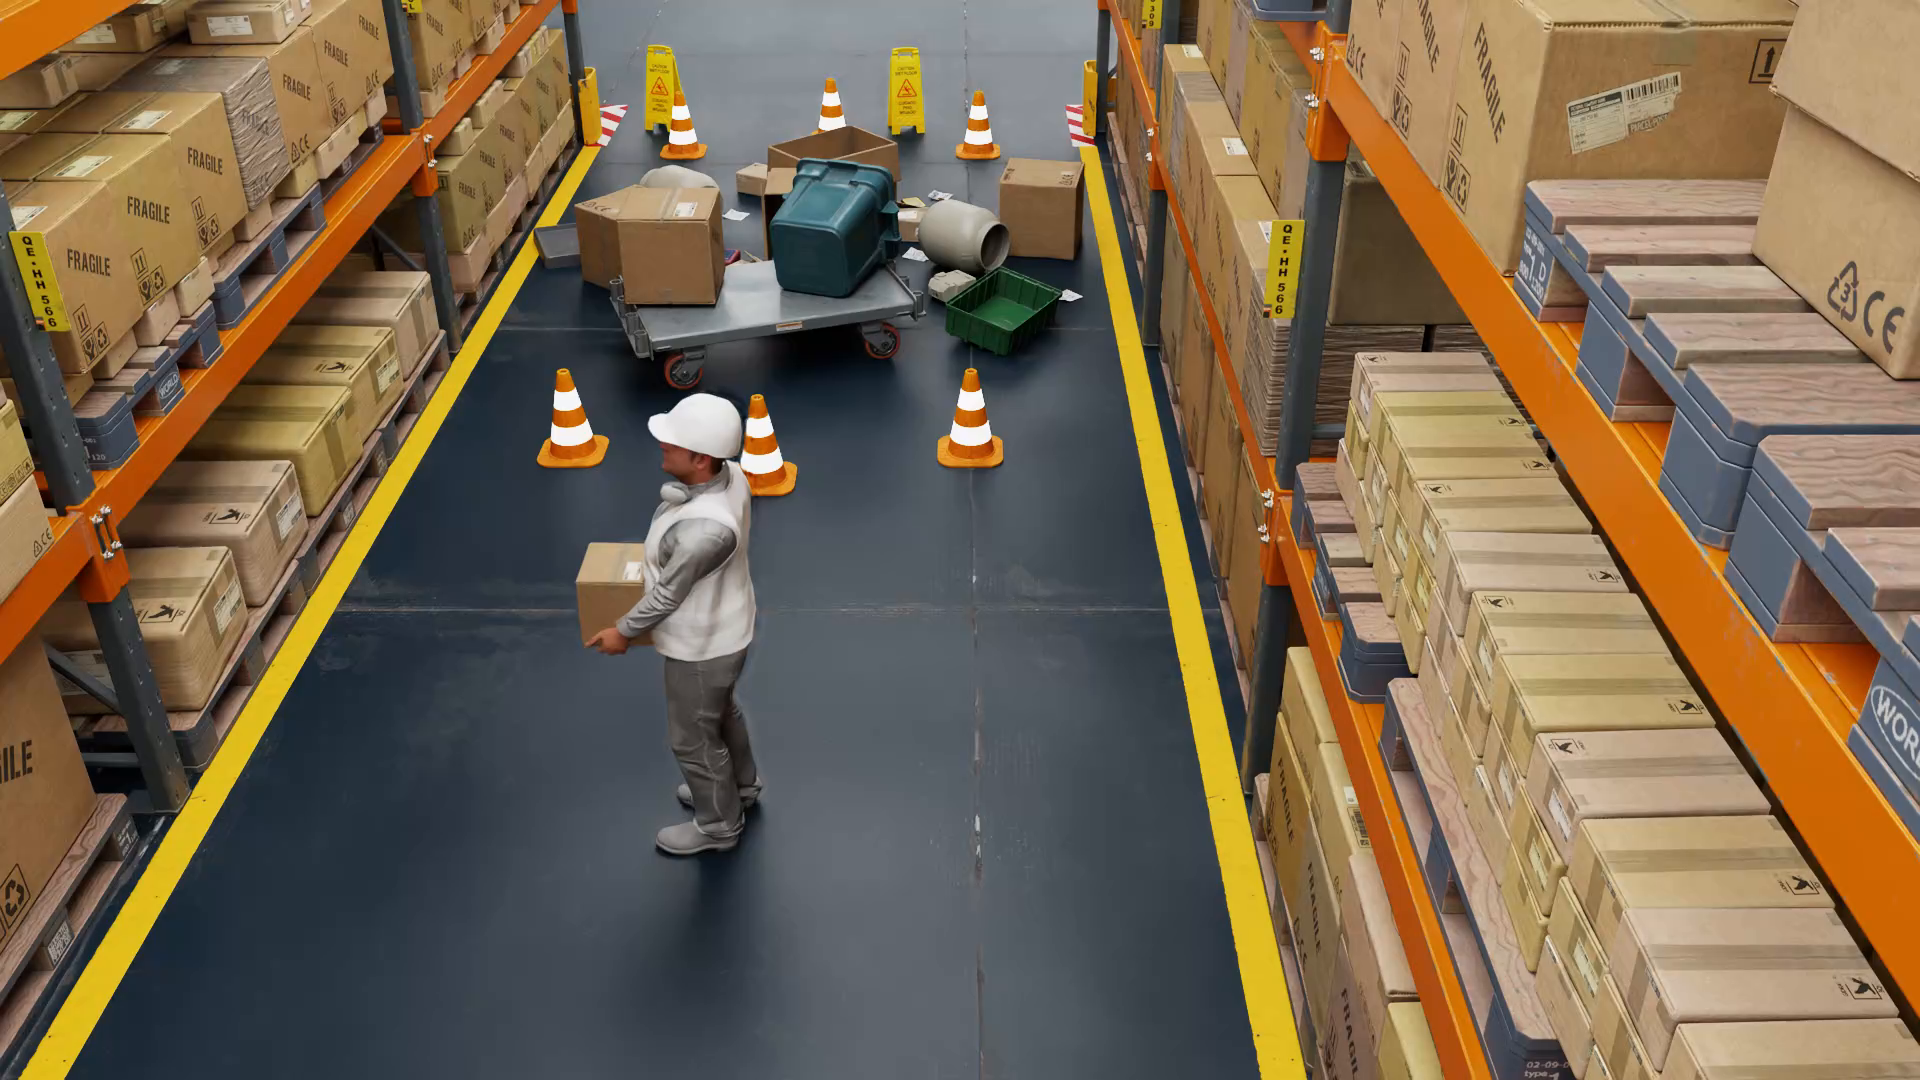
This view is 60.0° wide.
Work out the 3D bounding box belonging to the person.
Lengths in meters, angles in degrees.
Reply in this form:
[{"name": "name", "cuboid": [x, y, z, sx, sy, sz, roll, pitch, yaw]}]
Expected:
[{"name": "person", "cuboid": [-0.958, 0.310, 5.603, 0.551, 1.769, 0.500, -1, 31, -1]}]
